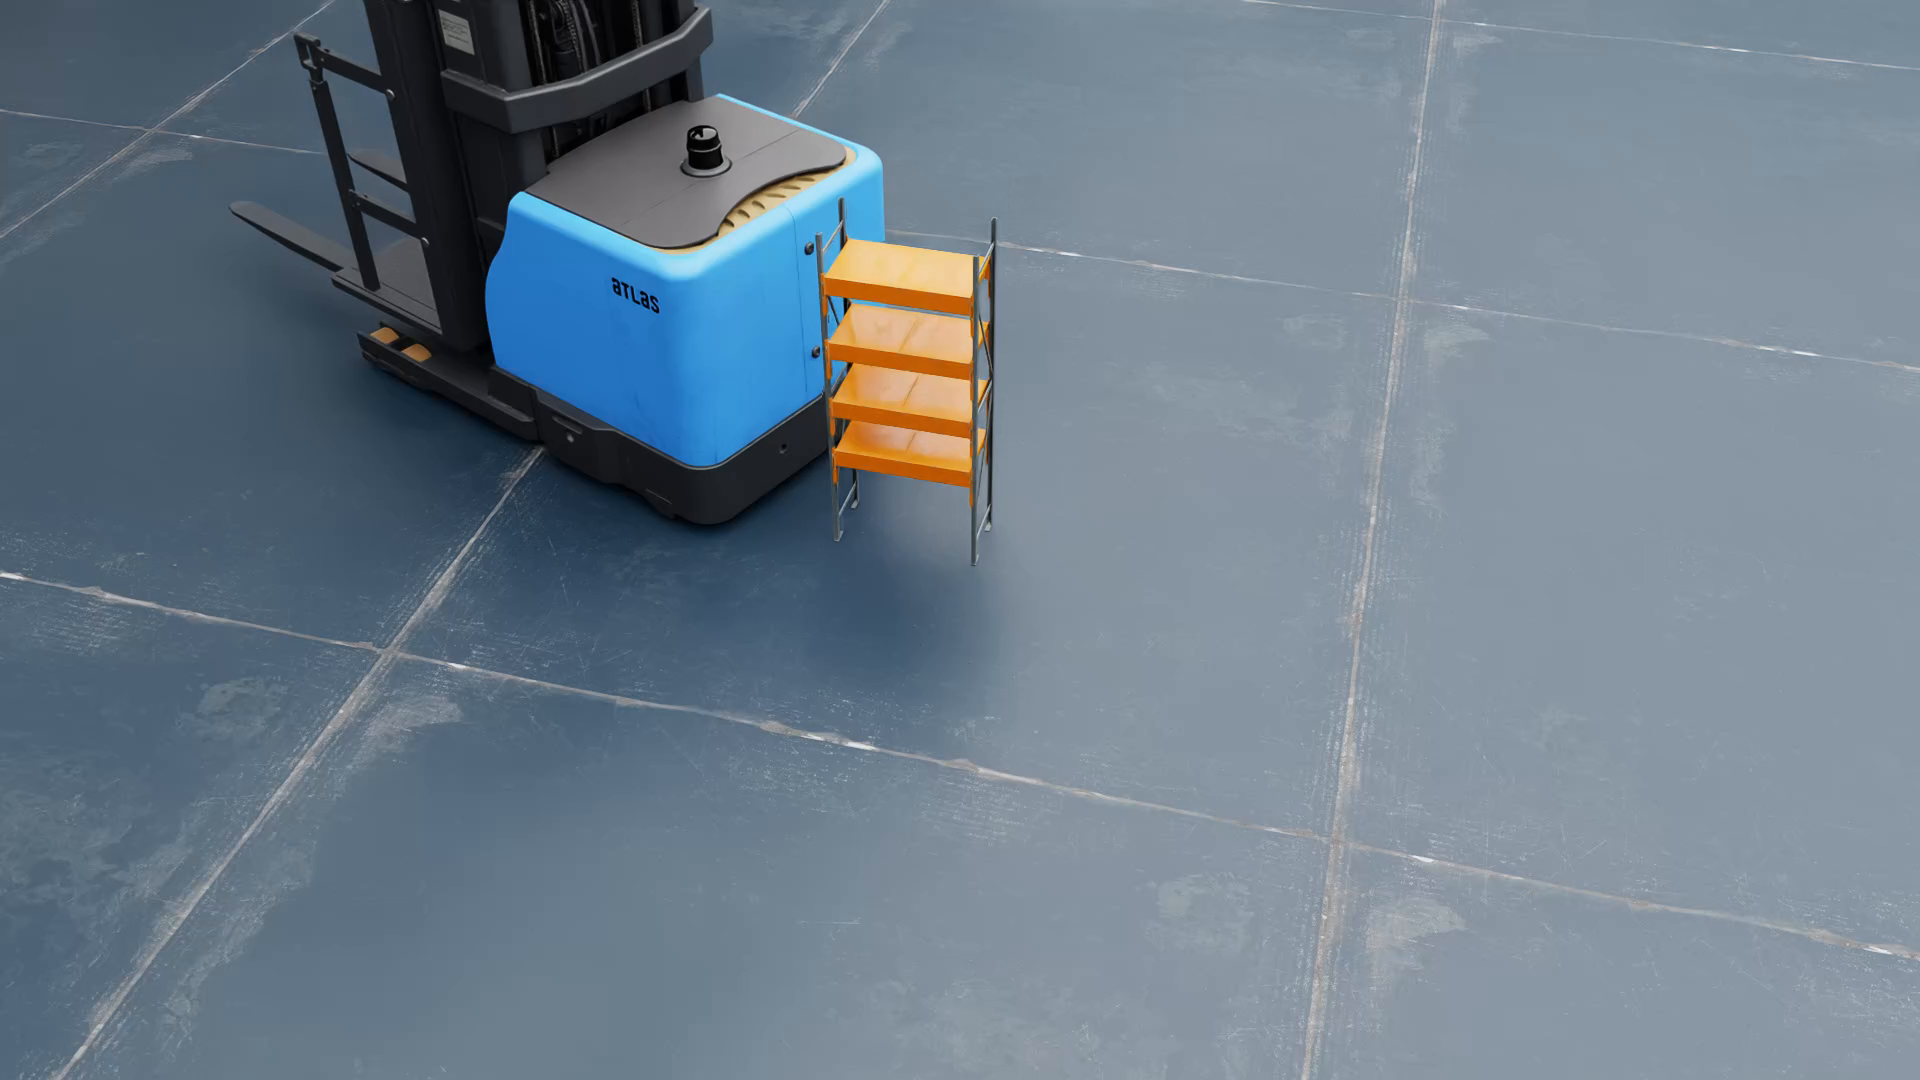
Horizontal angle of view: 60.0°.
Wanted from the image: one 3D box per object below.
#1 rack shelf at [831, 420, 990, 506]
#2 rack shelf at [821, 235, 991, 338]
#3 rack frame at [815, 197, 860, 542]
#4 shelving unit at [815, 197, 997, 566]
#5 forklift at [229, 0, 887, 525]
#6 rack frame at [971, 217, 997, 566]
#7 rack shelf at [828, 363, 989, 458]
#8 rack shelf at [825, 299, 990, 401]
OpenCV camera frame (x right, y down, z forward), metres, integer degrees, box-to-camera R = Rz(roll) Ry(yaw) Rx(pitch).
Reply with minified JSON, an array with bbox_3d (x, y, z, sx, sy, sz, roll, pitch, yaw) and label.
[{"bbox_3d":[-0.160,-0.283,5.568,0.480,0.148,0.258,10,41,11],"label":"rack shelf"},{"bbox_3d":[-0.160,-0.788,5.144,0.480,0.148,0.258,10,41,11],"label":"rack shelf"},{"bbox_3d":[-0.396,-0.528,5.445,0.015,1.200,0.240,10,41,11],"label":"rack frame"},{"bbox_3d":[-0.160,-0.487,5.397,0.503,1.200,0.258,10,41,11],"label":"shelving unit"},{"bbox_3d":[-1.725,-1.954,5.798,3.031,2.935,1.130,26,47,28],"label":"forklift"},{"bbox_3d":[0.076,-0.446,5.349,0.015,1.200,0.240,10,41,11],"label":"rack frame"},{"bbox_3d":[-0.160,-0.435,5.440,0.480,0.148,0.258,10,41,11],"label":"rack shelf"},{"bbox_3d":[-0.160,-0.607,5.296,0.480,0.148,0.258,10,41,11],"label":"rack shelf"}]
